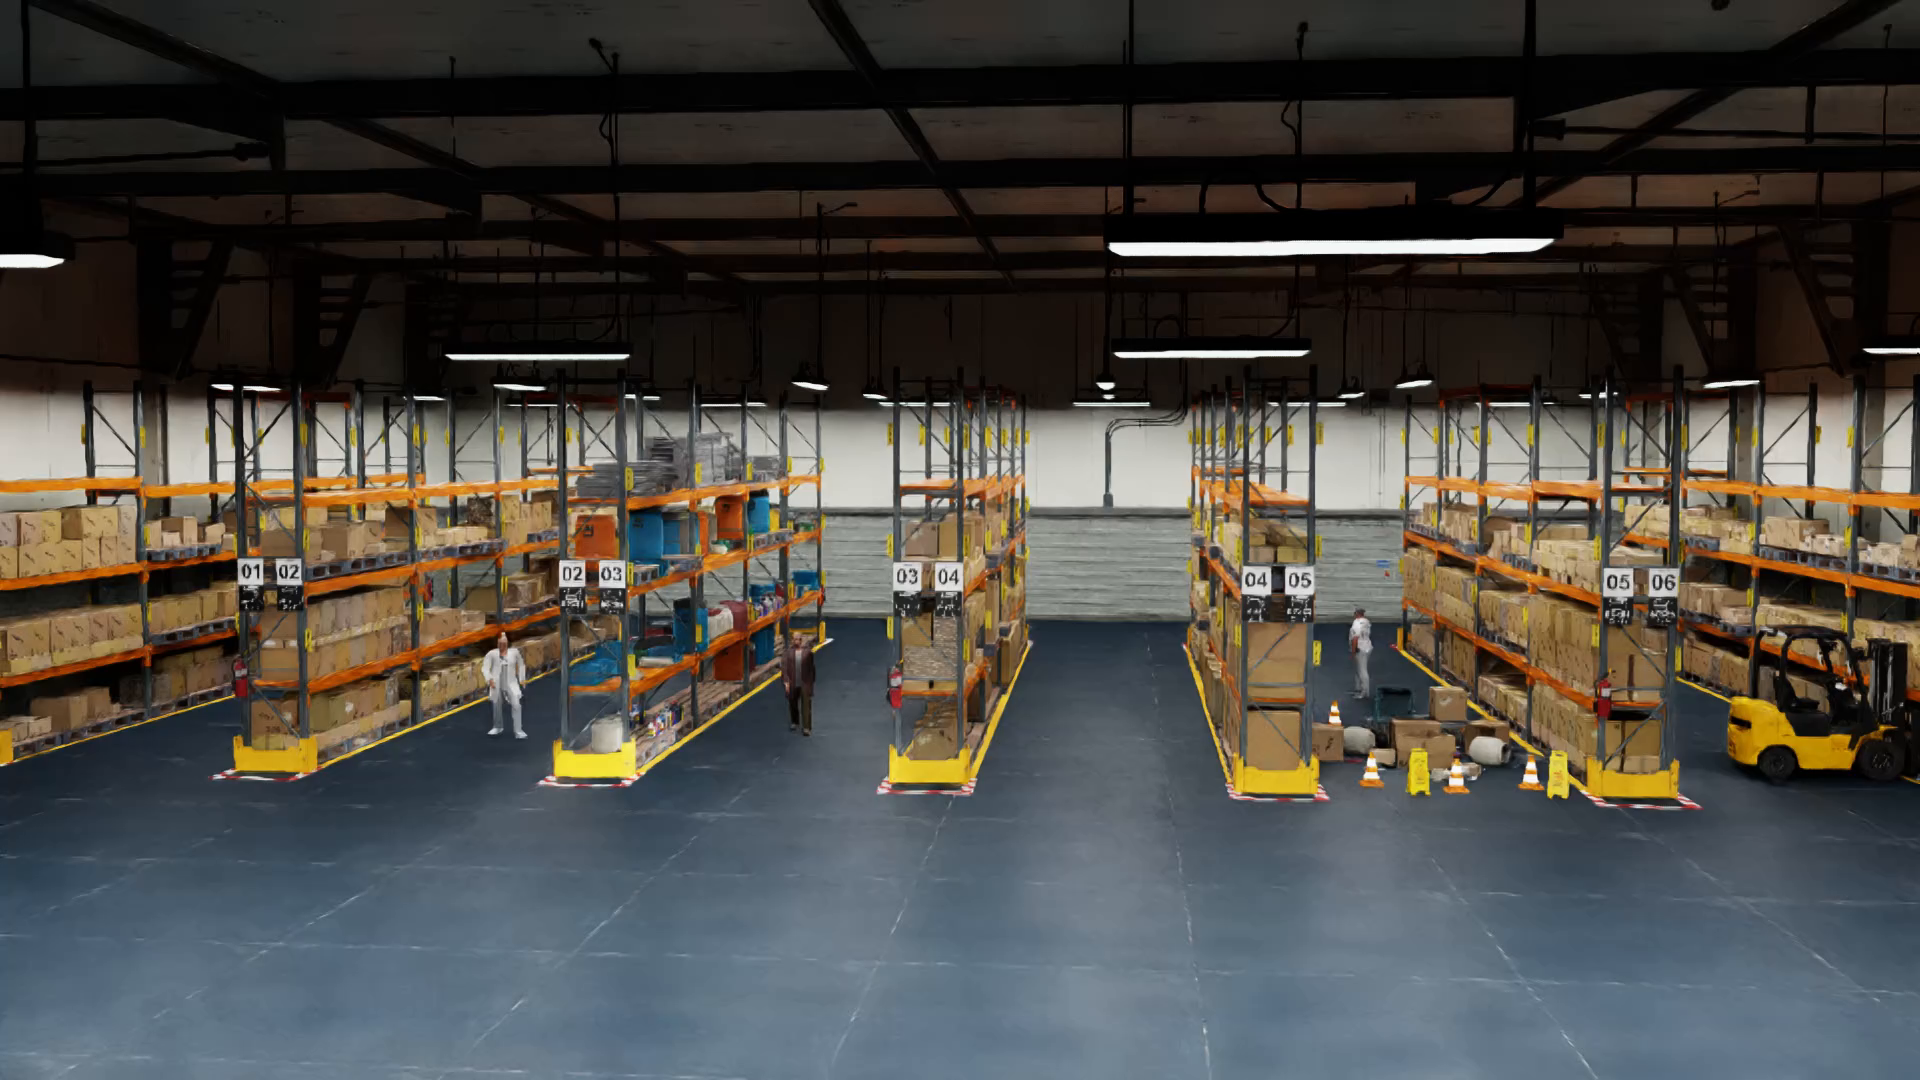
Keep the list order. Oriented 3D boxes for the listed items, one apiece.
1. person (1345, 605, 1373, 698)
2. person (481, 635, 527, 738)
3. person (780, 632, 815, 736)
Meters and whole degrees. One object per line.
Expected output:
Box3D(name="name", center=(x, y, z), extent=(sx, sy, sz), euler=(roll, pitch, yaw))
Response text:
Box3D(name="person", center=(7.655, 2.129, 31.958), extent=(0.584, 1.747, 0.646), euler=(2, 4, 34))
Box3D(name="person", center=(-7.564, 2.511, 27.654), extent=(0.735, 1.524, 0.905), euler=(-1, 4, -11))
Box3D(name="person", center=(-2.724, 2.495, 27.904), extent=(0.577, 1.515, 1.086), euler=(0, 4, -3))
